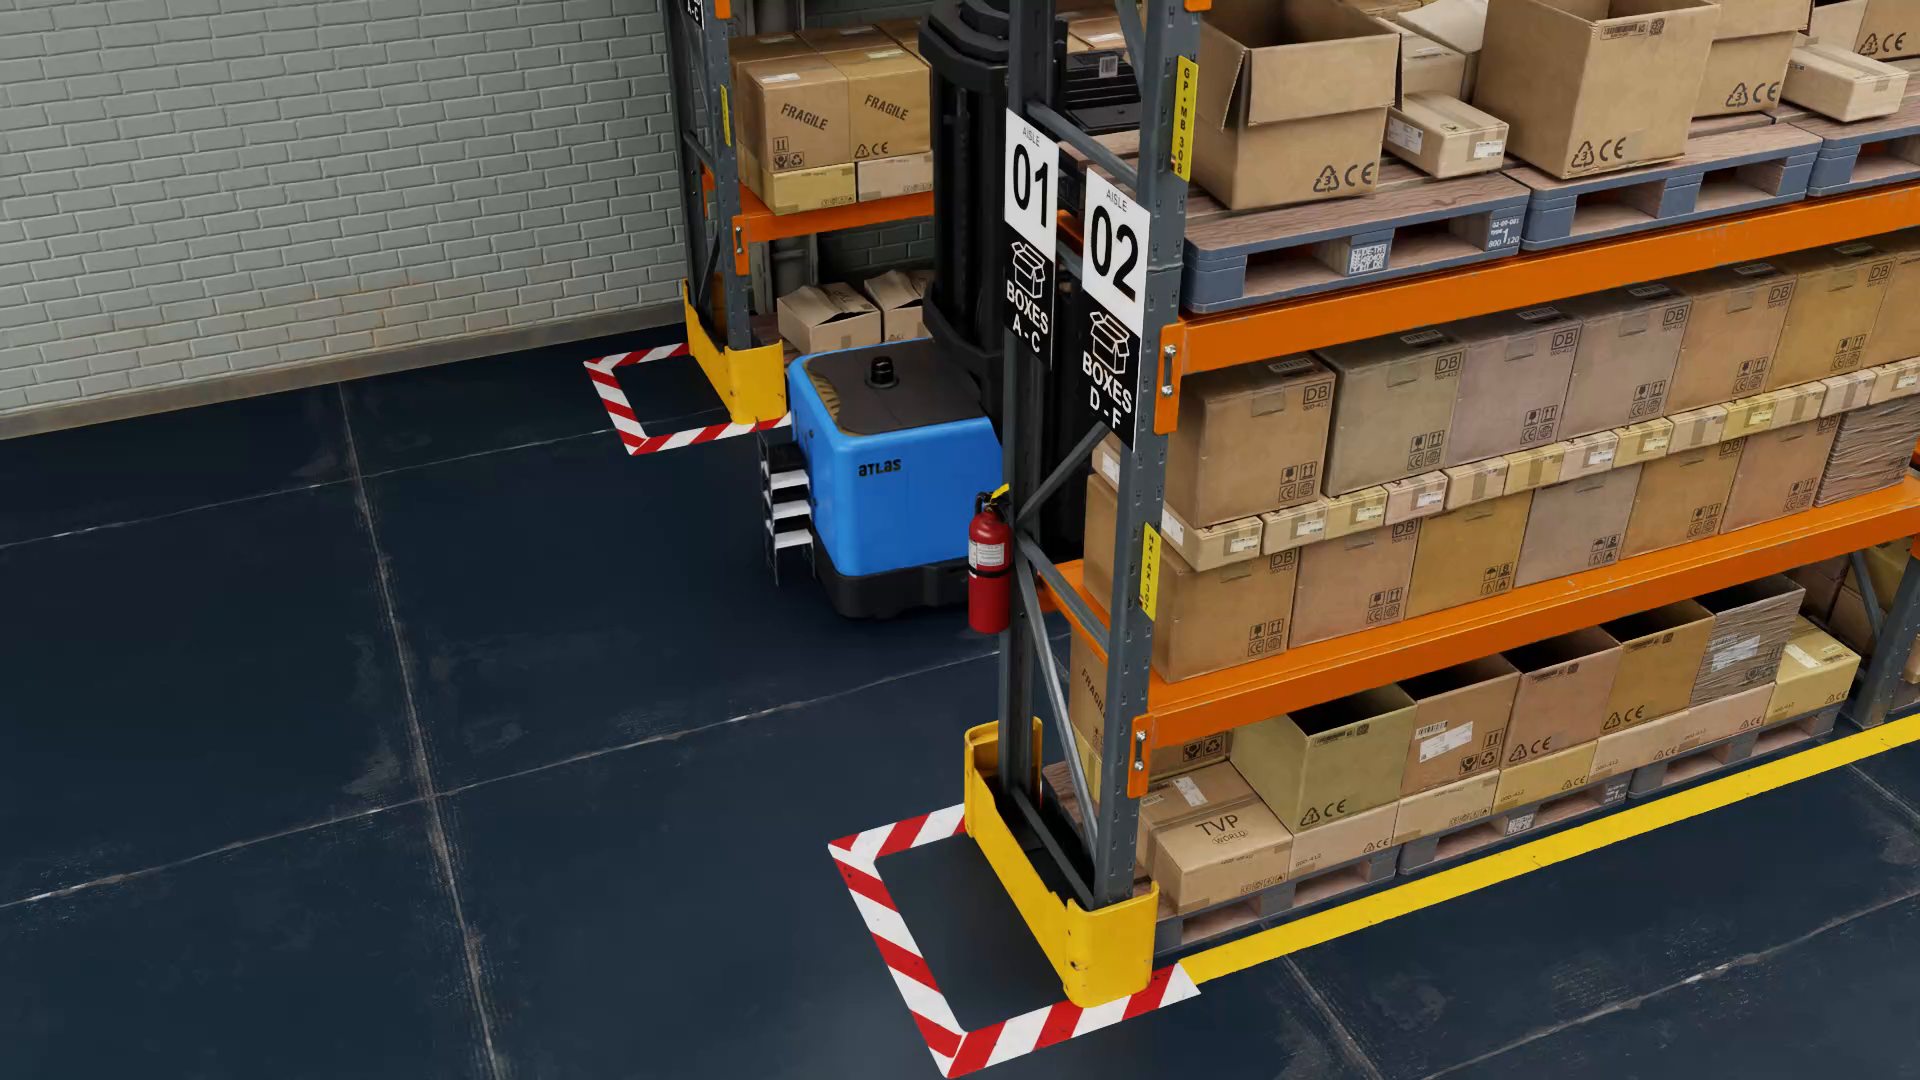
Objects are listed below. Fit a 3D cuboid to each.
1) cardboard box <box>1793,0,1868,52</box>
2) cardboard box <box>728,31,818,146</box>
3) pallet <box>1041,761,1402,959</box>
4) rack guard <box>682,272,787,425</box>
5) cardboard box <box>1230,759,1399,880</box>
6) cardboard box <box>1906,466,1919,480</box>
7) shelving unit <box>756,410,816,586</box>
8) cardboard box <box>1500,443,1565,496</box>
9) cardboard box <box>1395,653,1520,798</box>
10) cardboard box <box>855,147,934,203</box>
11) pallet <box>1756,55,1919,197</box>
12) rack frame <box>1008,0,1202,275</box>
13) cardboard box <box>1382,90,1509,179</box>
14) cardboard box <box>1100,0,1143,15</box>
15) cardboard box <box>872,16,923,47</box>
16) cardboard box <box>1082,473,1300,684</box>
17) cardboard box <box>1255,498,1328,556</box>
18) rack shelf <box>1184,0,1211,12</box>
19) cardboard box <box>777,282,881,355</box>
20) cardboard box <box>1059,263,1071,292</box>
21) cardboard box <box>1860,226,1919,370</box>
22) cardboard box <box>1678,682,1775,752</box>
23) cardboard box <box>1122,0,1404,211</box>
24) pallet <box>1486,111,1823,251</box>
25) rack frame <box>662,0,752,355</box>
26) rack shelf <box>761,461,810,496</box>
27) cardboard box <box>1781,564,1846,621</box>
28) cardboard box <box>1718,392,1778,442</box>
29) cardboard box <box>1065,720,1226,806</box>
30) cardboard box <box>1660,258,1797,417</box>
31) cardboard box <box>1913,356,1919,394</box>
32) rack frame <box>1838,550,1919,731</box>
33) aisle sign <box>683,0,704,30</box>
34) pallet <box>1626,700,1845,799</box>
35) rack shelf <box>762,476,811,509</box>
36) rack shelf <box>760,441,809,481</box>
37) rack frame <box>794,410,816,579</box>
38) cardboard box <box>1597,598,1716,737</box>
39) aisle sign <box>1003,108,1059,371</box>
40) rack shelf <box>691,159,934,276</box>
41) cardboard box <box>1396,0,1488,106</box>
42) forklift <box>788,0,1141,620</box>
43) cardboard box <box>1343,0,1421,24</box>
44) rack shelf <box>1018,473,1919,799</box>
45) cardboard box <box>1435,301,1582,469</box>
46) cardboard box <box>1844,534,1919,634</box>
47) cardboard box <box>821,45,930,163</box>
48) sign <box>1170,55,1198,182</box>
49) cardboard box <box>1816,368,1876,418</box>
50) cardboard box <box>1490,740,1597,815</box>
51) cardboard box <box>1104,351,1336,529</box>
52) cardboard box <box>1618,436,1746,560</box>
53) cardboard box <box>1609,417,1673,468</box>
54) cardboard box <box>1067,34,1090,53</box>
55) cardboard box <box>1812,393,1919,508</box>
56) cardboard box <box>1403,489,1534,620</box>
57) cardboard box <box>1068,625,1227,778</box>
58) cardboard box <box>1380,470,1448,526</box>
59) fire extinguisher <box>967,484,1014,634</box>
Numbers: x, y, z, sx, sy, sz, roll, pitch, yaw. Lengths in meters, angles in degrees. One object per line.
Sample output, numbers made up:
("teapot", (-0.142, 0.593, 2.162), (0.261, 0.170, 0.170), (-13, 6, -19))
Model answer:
("cardboard box", (3.030, -1.991, 6.296), (0.500, 0.311, 0.500), (-15, 36, -22))
("cardboard box", (-1.163, -2.736, 10.055), (0.500, 0.500, 0.500), (-13, 35, -19))
("pallet", (1.095, 1.206, 7.120), (1.213, 0.211, 1.003), (-13, 35, -19))
("rack guard", (-1.445, -1.238, 10.613), (0.348, 0.500, 1.175), (-13, 35, -19))
("cardboard box", (1.446, 1.088, 6.882), (0.500, 0.250, 0.500), (-13, 35, -19))
("cardboard box", (4.834, -0.226, 8.386), (0.500, 0.311, 0.500), (-12, 35, -18))
("shelving unit", (-0.906, -0.212, 8.668), (0.210, 0.900, 0.258), (-10, 34, -16))
("cardboard box", (2.038, -0.341, 6.255), (0.250, 0.149, 0.380), (-13, 35, -20))
("cardboard box", (1.903, 0.662, 6.848), (0.500, 0.500, 0.500), (-13, 35, -19))
("cardboard box", (-0.469, -2.276, 10.034), (0.500, 0.250, 0.500), (-14, 36, -20))
("pallet", (3.318, -1.651, 6.286), (1.213, 0.211, 1.003), (-13, 35, -19))
("rack frame", (0.406, -2.294, 4.443), (0.127, 3.000, 1.000), (-13, 35, -19))
("cardboard box", (1.559, -1.326, 5.422), (0.250, 0.149, 0.380), (-13, 35, -19))
("cardboard box", (1.181, -3.273, 10.879), (0.500, 0.500, 0.500), (-13, 35, -19))
("cardboard box", (-0.220, -2.949, 10.381), (0.500, 0.500, 0.500), (-14, 36, -20))
("cardboard box", (0.842, 0.086, 6.194), (0.500, 0.500, 0.700), (-13, 35, -19))
("cardboard box", (1.094, -0.125, 5.924), (0.250, 0.149, 0.380), (-14, 36, -20))
("rack shelf", (2.250, -2.247, 5.397), (4.000, 0.370, 1.077), (-13, 35, -19))
("cardboard box", (-0.842, -1.428, 10.675), (0.500, 0.311, 0.500), (-17, 37, -24))
("cardboard box", (0.379, -1.758, 11.007), (0.500, 0.500, 0.700), (-15, 36, -22))
("cardboard box", (3.688, -1.113, 6.847), (0.500, 0.500, 0.700), (-13, 35, -19))
("cardboard box", (3.287, 0.661, 7.538), (0.500, 0.250, 0.500), (-13, 35, -19))
("cardboard box", (0.938, -1.434, 5.263), (0.637, 0.503, 0.797), (-10, 34, -16))
("pallet", (2.195, -1.396, 5.894), (1.213, 0.211, 1.003), (-13, 35, -19))
("rack frame", (-1.515, -2.270, 9.906), (0.127, 3.000, 1.000), (-13, 35, -19))
("rack shelf", (-0.906, -0.335, 8.588), (0.200, 0.077, 0.258), (-10, 34, -16))
("cardboard box", (4.364, 0.119, 8.371), (0.500, 0.250, 0.500), (-13, 35, -19))
("cardboard box", (2.988, -0.559, 6.590), (0.250, 0.149, 0.380), (-13, 35, -19))
("cardboard box", (0.786, 0.935, 7.117), (0.500, 0.250, 0.500), (-13, 35, -19))
("cardboard box", (2.760, -0.900, 6.520), (0.500, 0.500, 0.700), (-13, 35, -19))
("cardboard box", (3.927, -0.773, 6.919), (0.250, 0.149, 0.380), (-13, 35, -19))
("rack frame", (4.094, -0.624, 7.377), (0.127, 3.000, 1.000), (-13, 35, -19))
("aisle sign", (-1.465, -3.194, 8.942), (0.004, 0.787, 0.394), (-13, 35, -19))
("pallet", (3.345, 0.691, 7.912), (1.213, 0.211, 1.003), (-13, 35, -19))
("rack shelf", (-0.906, -0.259, 8.637), (0.200, 0.077, 0.258), (-10, 34, -16))
("rack shelf", (-0.906, -0.410, 8.539), (0.200, 0.077, 0.258), (-10, 34, -16))
("rack frame", (-0.809, -0.230, 8.696), (0.006, 0.900, 0.240), (-10, 34, -16))
("cardboard box", (2.826, 0.453, 7.170), (0.500, 0.500, 0.500), (-13, 35, -19))
("aisle sign", (0.232, -1.003, 5.576), (0.004, 0.787, 0.394), (-13, 35, -19))
("rack shelf", (0.329, -2.391, 10.752), (4.000, 0.370, 1.077), (-13, 35, -19))
("cardboard box", (1.879, -1.728, 5.891), (0.500, 0.311, 0.500), (-9, 34, -13))
("forklift", (0.667, -1.295, 8.471), (3.031, 2.935, 1.130), (-10, 34, -16))
("cardboard box", (2.656, -3.431, 11.196), (0.500, 0.500, 0.700), (-13, 35, -19))
("rack shelf", (2.250, 0.099, 6.924), (4.000, 0.370, 1.077), (-13, 35, -19))
("cardboard box", (1.838, -0.689, 6.196), (0.500, 0.500, 0.700), (-13, 35, -19))
("cardboard box", (4.572, 0.155, 7.801), (0.500, 0.311, 0.500), (-13, 35, -19))
("cardboard box", (-0.499, -2.579, 9.813), (0.500, 0.500, 0.500), (-13, 35, -19))
("sign", (0.616, -1.156, 4.570), (0.005, 0.325, 0.100), (-13, 35, -19))
("cardboard box", (3.457, -0.665, 6.754), (0.250, 0.149, 0.380), (-14, 36, -20))
("cardboard box", (2.370, 0.879, 7.202), (0.500, 0.250, 0.500), (-13, 35, -19))
("cardboard box", (0.890, -0.469, 5.857), (0.500, 0.500, 0.700), (-13, 35, -19))
("cardboard box", (2.740, -0.351, 6.865), (0.500, 0.500, 0.700), (-12, 35, -18))
("cardboard box", (2.511, -0.448, 6.420), (0.250, 0.149, 0.380), (-12, 35, -17))
("cardboard box", (0.451, -2.800, 10.152), (0.500, 0.500, 0.500), (-12, 35, -17))
("cardboard box", (3.688, -0.569, 7.201), (0.500, 0.500, 0.700), (-14, 36, -20))
("cardboard box", (1.784, -0.129, 6.524), (0.500, 0.500, 0.700), (-13, 35, -19))
("cardboard box", (0.785, 0.619, 6.914), (0.500, 0.500, 0.500), (-13, 35, -19))
("cardboard box", (1.558, -0.229, 6.084), (0.250, 0.149, 0.380), (-13, 35, -20))
("fire extinguisher", (0.117, 0.044, 6.421), (0.183, 0.674, 0.296), (-13, 35, -19))
